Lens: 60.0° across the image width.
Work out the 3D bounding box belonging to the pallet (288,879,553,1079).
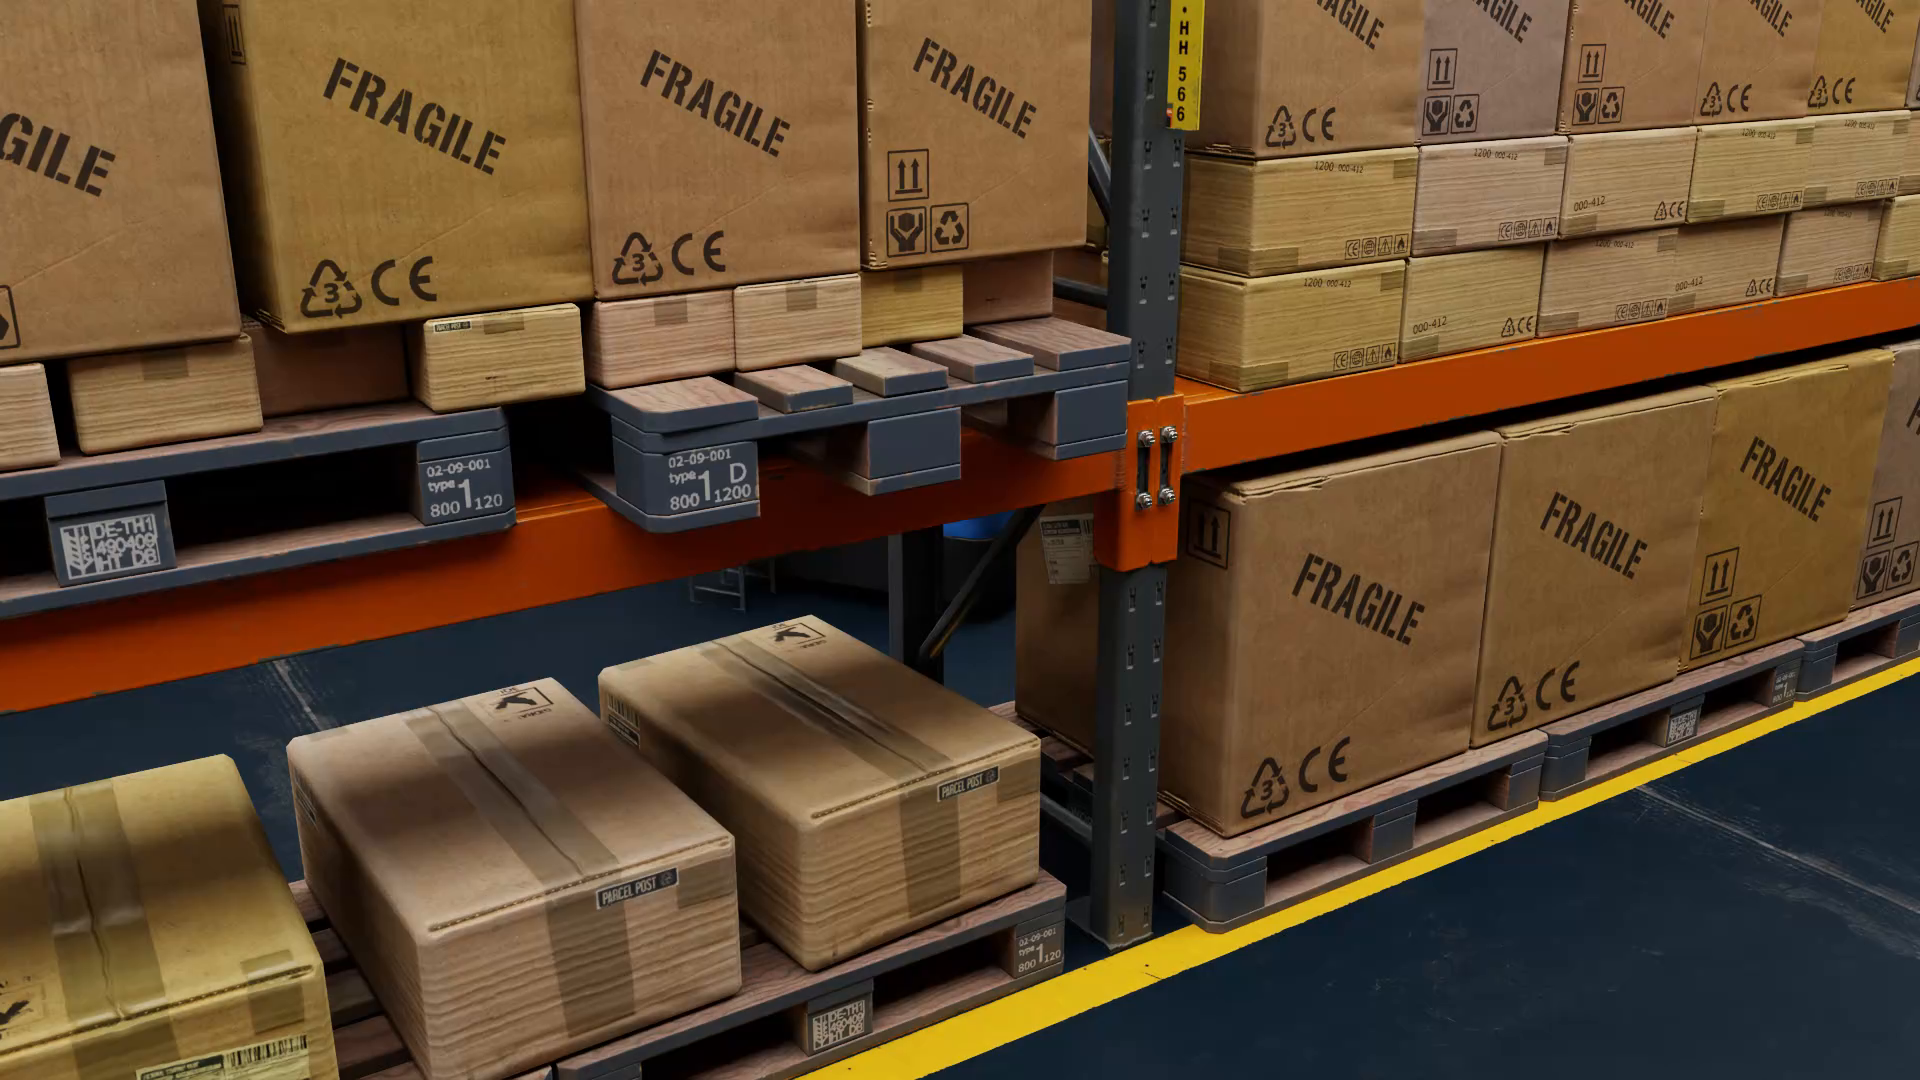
[{"bbox_3d":[-1.541,1.074,3.237,1.213,0.211,1.003,-12,22,-31],"label":"pallet"}]

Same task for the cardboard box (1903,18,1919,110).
[{"bbox_3d":[2.808,-1.584,5.030,0.500,0.500,0.500,-11,22,-30],"label":"cardboard box"}]

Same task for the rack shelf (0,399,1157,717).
[{"bbox_3d":[-1.540,0.096,2.902,4.000,0.370,1.077,-12,22,-31],"label":"rack shelf"}]

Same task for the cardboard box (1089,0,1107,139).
[{"bbox_3d":[0.418,-1.280,4.129,0.500,0.500,0.500,-13,22,-33],"label":"cardboard box"}]

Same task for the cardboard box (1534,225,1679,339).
[{"bbox_3d":[1.538,-0.731,4.459,0.500,0.250,0.500,-11,22,-30],"label":"cardboard box"}]

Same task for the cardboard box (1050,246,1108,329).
[{"bbox_3d":[0.410,-0.685,4.322,0.500,0.250,0.500,-13,23,-33],"label":"cardboard box"}]

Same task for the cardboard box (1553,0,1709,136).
[{"bbox_3d":[1.526,-1.317,4.239,0.500,0.500,0.500,-11,22,-30],"label":"cardboard box"}]

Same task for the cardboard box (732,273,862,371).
[{"bbox_3d":[-0.384,-0.434,3.081,0.250,0.149,0.380,-12,22,-32],"label":"cardboard box"}]

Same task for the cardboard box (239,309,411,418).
[{"bbox_3d":[-1.100,-0.329,2.770,0.250,0.149,0.380,-12,22,-31],"label":"cardboard box"}]

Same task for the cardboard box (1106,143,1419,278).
[{"bbox_3d":[0.689,-0.786,3.841,0.500,0.250,0.500,-12,22,-32],"label":"cardboard box"}]

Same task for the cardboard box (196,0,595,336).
[{"bbox_3d":[-0.943,-0.647,2.699,0.500,0.500,0.500,-14,23,-35],"label":"cardboard box"}]

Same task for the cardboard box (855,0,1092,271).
[{"bbox_3d":[-0.096,-0.830,3.241,0.500,0.500,0.500,-13,22,-33],"label":"cardboard box"}]

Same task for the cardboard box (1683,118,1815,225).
[{"bbox_3d":[1.976,-1.048,4.613,0.500,0.250,0.500,-11,22,-30],"label":"cardboard box"}]

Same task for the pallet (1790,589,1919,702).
[{"bbox_3d":[2.868,0.175,5.898,1.213,0.211,1.003,-12,22,-31],"label":"pallet"}]

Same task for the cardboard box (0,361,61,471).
[{"bbox_3d":[-1.471,-0.208,2.413,0.250,0.149,0.380,-11,22,-29],"label":"cardboard box"}]

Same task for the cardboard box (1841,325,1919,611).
[{"bbox_3d":[2.997,-0.364,5.799,0.875,0.875,0.875,-11,22,-30],"label":"cardboard box"}]

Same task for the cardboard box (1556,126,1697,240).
[{"bbox_3d":[1.545,-0.962,4.359,0.500,0.250,0.500,-12,22,-32],"label":"cardboard box"}]

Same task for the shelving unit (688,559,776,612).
[{"bbox_3d":[-0.834,-0.214,5.973,0.258,0.900,0.210,9,21,24],"label":"shelving unit"}]

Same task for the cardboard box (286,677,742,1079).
[{"bbox_3d":[-0.959,0.677,3.505,0.625,0.372,0.950,-12,22,-32],"label":"cardboard box"}]

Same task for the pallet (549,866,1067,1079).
[{"bbox_3d":[-0.523,0.861,3.869,1.213,0.211,1.003,-12,22,-31],"label":"pallet"}]

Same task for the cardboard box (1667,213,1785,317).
[{"bbox_3d":[1.948,-0.819,4.719,0.500,0.250,0.500,-12,22,-31],"label":"cardboard box"}]

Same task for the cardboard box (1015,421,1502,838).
[{"bbox_3d":[0.753,0.111,4.396,0.875,0.875,0.875,-12,22,-32],"label":"cardboard box"}]

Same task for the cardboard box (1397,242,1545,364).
[{"bbox_3d":[1.097,-0.641,4.190,0.500,0.250,0.500,-13,22,-33],"label":"cardboard box"}]

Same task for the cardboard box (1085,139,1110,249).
[{"bbox_3d":[0.395,-0.917,4.226,0.500,0.250,0.500,-12,22,-32],"label":"cardboard box"}]

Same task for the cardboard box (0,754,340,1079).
[{"bbox_3d":[-1.595,0.809,3.114,0.625,0.372,0.950,-11,22,-30],"label":"cardboard box"}]

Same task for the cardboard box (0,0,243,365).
[{"bbox_3d":[-1.399,-0.551,2.415,0.500,0.500,0.500,-13,23,-34],"label":"cardboard box"}]

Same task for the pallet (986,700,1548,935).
[{"bbox_3d":[0.830,0.605,4.626,1.213,0.211,1.003,-12,22,-31],"label":"pallet"}]

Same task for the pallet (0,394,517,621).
[{"bbox_3d":[-1.500,-0.147,2.796,1.213,0.211,1.003,-12,22,-31],"label":"pallet"}]

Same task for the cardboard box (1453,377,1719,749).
[{"bbox_3d":[1.500,-0.045,4.857,0.875,0.875,0.875,-12,22,-31],"label":"cardboard box"}]

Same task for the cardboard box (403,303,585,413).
[{"bbox_3d":[-0.821,-0.339,2.802,0.250,0.149,0.380,-11,22,-30],"label":"cardboard box"}]

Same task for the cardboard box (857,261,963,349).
[{"bbox_3d":[-0.198,-0.490,3.248,0.250,0.149,0.380,-12,22,-31],"label":"cardboard box"}]

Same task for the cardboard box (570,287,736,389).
[{"bbox_3d":[-0.598,-0.392,2.956,0.250,0.149,0.380,-13,23,-34],"label":"cardboard box"}]

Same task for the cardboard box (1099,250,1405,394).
[{"bbox_3d":[0.678,-0.545,3.909,0.500,0.250,0.500,-12,22,-32],"label":"cardboard box"}]

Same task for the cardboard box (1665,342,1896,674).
[{"bbox_3d":[2.247,-0.203,5.323,0.875,0.875,0.875,-11,22,-30],"label":"cardboard box"}]

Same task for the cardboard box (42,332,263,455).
[{"bbox_3d":[-1.264,-0.263,2.575,0.250,0.149,0.380,-13,22,-33],"label":"cardboard box"}]

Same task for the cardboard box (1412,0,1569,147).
[{"bbox_3d":[1.086,-1.230,3.982,0.500,0.500,0.500,-12,22,-31],"label":"cardboard box"}]

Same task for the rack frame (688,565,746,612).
[{"bbox_3d":[-0.878,-0.185,5.886,0.240,0.900,0.006,9,21,24],"label":"rack frame"}]

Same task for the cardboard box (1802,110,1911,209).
[{"bbox_3d":[2.394,-1.142,4.894,0.500,0.250,0.500,-11,22,-30],"label":"cardboard box"}]

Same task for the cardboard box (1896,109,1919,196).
[{"bbox_3d":[2.823,-1.235,5.168,0.500,0.250,0.500,-11,22,-30],"label":"cardboard box"}]

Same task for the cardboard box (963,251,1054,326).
[{"bbox_3d":[-0.014,-0.557,3.445,0.250,0.149,0.380,-11,22,-29],"label":"cardboard box"}]

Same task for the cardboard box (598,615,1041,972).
[{"bbox_3d":[-0.347,0.545,3.896,0.625,0.372,0.950,-14,23,-35],"label":"cardboard box"}]

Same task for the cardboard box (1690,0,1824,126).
[{"bbox_3d":[1.950,-1.405,4.500,0.500,0.500,0.500,-12,22,-31],"label":"cardboard box"}]

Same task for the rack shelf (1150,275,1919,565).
[{"bbox_3d":[1.801,-0.609,4.986,4.000,0.370,1.077,-12,22,-31],"label":"rack shelf"}]

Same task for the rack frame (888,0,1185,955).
[{"bbox_3d":[0.130,-0.598,3.829,0.127,3.000,1.000,-12,22,-31],"label":"rack frame"}]

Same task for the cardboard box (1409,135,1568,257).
[{"bbox_3d":[1.122,-0.877,4.110,0.500,0.250,0.500,-11,22,-30],"label":"cardboard box"}]

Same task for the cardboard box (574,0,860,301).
[{"bbox_3d":[-0.522,-0.736,2.963,0.500,0.500,0.500,-12,22,-32],"label":"cardboard box"}]

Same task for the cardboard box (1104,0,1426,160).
[{"bbox_3d":[0.677,-1.140,3.716,0.500,0.500,0.500,-13,22,-33],"label":"cardboard box"}]

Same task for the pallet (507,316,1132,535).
[{"bbox_3d":[-0.406,-0.353,3.404,1.003,0.211,1.213,-12,22,-31],"label":"pallet"}]

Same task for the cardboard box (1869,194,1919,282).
[{"bbox_3d":[2.809,-0.995,5.239,0.500,0.250,0.500,-12,22,-32],"label":"cardboard box"}]

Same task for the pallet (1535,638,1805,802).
[{"bbox_3d":[1.848,0.391,5.258,1.213,0.211,1.003,-12,22,-31],"label":"pallet"}]

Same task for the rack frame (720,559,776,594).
[{"bbox_3d":[-0.790,-0.243,6.059,0.240,0.900,0.006,9,21,24],"label":"rack frame"}]

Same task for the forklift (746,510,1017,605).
[{"bbox_3d":[0.250,-1.592,6.877,1.130,2.935,3.031,8,20,22],"label":"forklift"}]

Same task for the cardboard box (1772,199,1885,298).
[{"bbox_3d":[2.377,-0.911,4.991,0.500,0.250,0.500,-13,22,-33],"label":"cardboard box"}]

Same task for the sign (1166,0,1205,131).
[{"bbox_3d":[0.437,-0.965,3.231,0.005,0.325,0.100,-12,22,-31],"label":"sign"}]

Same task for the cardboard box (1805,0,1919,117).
[{"bbox_3d":[2.374,-1.500,4.781,0.500,0.500,0.500,-11,22,-30],"label":"cardboard box"}]
